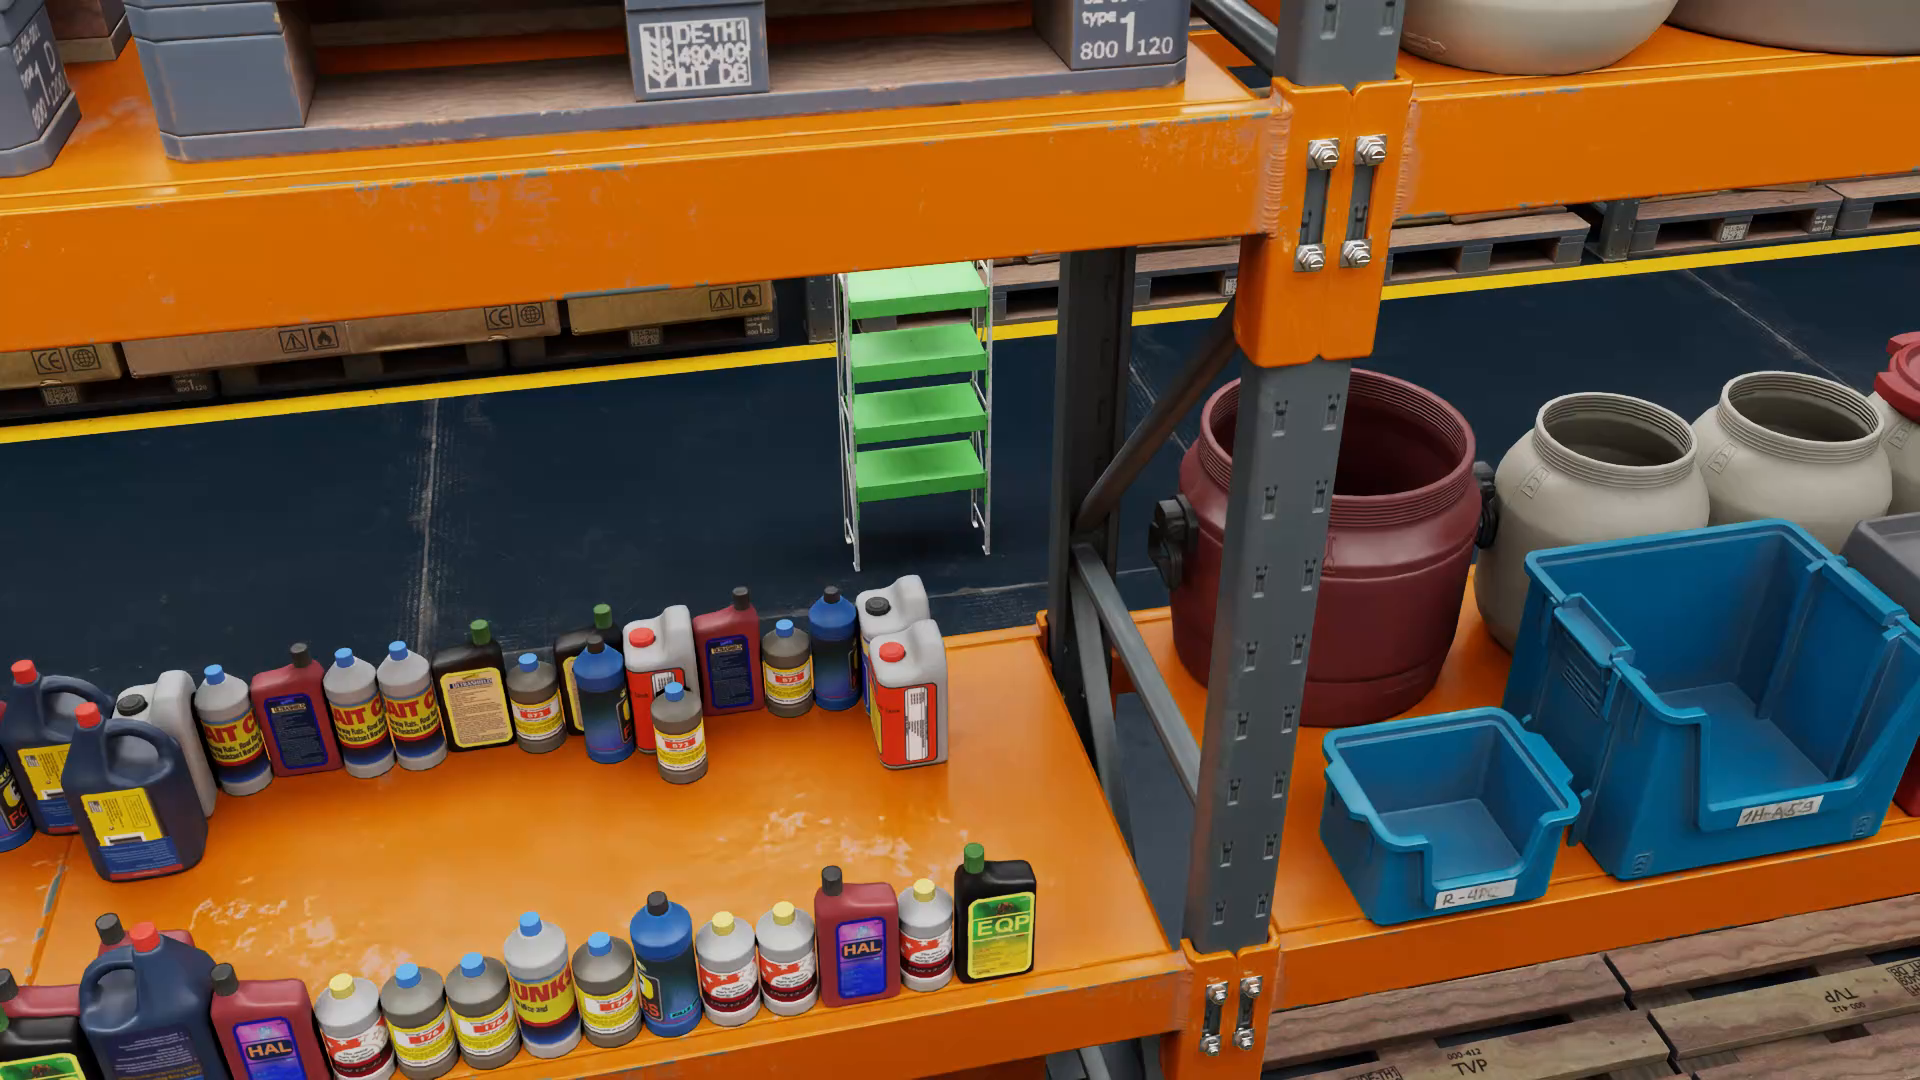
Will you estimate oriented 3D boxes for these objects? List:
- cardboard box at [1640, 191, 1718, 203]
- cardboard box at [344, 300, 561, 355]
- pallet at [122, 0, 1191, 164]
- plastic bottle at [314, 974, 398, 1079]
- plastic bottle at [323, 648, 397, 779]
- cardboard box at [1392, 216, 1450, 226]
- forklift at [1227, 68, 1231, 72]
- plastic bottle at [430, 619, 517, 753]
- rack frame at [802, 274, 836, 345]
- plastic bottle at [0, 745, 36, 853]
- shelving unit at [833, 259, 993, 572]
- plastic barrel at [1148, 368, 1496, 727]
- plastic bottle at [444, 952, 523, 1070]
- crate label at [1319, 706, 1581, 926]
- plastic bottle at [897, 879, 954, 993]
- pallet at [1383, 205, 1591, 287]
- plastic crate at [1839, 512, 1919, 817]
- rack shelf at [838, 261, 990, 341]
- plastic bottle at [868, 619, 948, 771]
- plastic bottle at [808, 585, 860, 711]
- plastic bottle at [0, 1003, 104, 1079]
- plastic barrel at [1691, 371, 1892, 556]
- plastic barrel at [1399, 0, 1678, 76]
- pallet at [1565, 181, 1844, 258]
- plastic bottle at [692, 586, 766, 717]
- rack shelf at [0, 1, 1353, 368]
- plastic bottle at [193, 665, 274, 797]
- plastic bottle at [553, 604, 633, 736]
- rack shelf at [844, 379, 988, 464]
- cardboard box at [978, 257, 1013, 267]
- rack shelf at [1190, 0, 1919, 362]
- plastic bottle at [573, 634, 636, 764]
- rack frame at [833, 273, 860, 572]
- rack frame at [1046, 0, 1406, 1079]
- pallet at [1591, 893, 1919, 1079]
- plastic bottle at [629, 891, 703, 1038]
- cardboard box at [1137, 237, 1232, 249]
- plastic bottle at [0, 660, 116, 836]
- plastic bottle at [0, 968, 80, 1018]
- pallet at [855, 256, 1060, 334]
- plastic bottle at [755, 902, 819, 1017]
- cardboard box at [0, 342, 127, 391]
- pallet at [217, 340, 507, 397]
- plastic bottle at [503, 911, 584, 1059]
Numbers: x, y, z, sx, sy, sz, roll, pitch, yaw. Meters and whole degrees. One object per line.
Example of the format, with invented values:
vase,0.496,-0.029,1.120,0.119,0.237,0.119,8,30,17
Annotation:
cardboard box,3.566,-2.067,8.505,0.500,0.500,0.500,-8,35,-12
cardboard box,-2.283,-1.525,7.361,0.875,0.875,1.225,-7,35,-10
pallet,-0.409,-0.846,2.297,1.213,0.211,1.003,-7,35,-11
plastic bottle,-0.948,0.761,2.603,0.097,0.201,0.097,0,34,0
plastic bottle,-1.156,0.324,3.191,0.097,0.271,0.097,0,34,0
cardboard box,2.094,-1.936,8.292,0.500,0.500,0.700,-7,35,-11
forklift,0.049,-3.885,9.409,3.031,2.935,1.130,-4,34,-5
plastic bottle,-0.952,0.283,3.241,0.133,0.283,0.061,-7,35,-11
rack frame,-0.734,-2.412,7.152,0.127,3.000,1.000,-7,35,-11
plastic bottle,-1.774,0.437,3.023,0.097,0.271,0.097,0,34,0
shelving unit,-0.161,-0.478,5.885,0.503,1.200,0.258,-7,35,-11
plastic barrel,0.744,0.002,3.433,0.708,0.536,0.600,-7,35,-11
plastic bottle,-0.758,0.737,2.639,0.097,0.201,0.097,0,34,0
crate label,0.852,0.502,2.961,0.416,0.233,0.303,-7,35,-11
plastic bottle,-0.059,0.648,2.770,0.097,0.201,0.097,0,34,0
pallet,2.408,-1.649,8.518,1.213,0.211,1.003,-7,35,-11
plastic crate,2.002,0.221,3.171,0.583,0.464,0.402,-7,35,-11
rack shelf,-0.161,-0.823,5.653,0.480,0.148,0.258,-7,35,-11
plastic bottle,-0.101,0.292,3.235,0.135,0.276,0.152,-7,35,-11
plastic bottle,-0.254,0.210,3.360,0.097,0.271,0.097,0,34,0
plastic bottle,-1.367,0.790,2.486,0.133,0.283,0.061,-7,35,-11
plastic barrel,1.725,-0.061,3.548,0.421,0.512,0.421,0,34,0
plastic barrel,0.729,-0.884,2.082,0.421,0.512,0.421,0,34,0
pallet,3.814,-1.847,8.814,1.213,0.211,1.003,-7,35,-11
plastic bottle,-0.466,0.222,3.332,0.133,0.283,0.061,-7,35,-11
rack shelf,-1.592,-0.421,2.139,4.000,0.370,1.077,-7,35,-11
plastic bottle,-1.381,0.352,3.148,0.097,0.271,0.097,0,34,0
plastic bottle,-0.727,0.255,3.283,0.133,0.283,0.061,-7,35,-11
rack shelf,-0.161,-0.425,5.921,0.480,0.148,0.258,-7,35,-11
cardboard box,-0.085,-1.650,7.865,0.500,0.500,0.700,-9,35,-13
rack shelf,2.309,-0.913,2.872,4.000,0.370,1.077,-7,35,-11
plastic bottle,-0.692,0.300,3.226,0.097,0.271,0.097,0,34,0
rack frame,-0.399,-0.448,5.841,0.015,1.200,0.240,-7,35,-11
rack frame,0.358,0.280,3.141,0.127,3.000,1.000,-7,35,-11
pallet,2.310,1.216,4.249,1.213,0.211,1.003,-7,35,-11
plastic bottle,-0.474,0.672,2.673,0.097,0.271,0.097,0,34,0
cardboard box,1.004,-1.798,8.086,0.500,0.500,0.700,-4,34,-7
plastic bottle,-1.644,0.366,3.057,0.185,0.351,0.144,-7,35,-11
plastic bottle,-1.381,0.757,2.535,0.133,0.283,0.061,-7,35,-11
pallet,0.028,-1.349,8.071,1.213,0.211,1.003,-7,35,-11
plastic bottle,-0.284,0.677,2.728,0.097,0.201,0.097,0,34,0
cardboard box,-4.016,-1.302,7.028,0.875,0.875,1.225,-7,35,-10
pallet,-2.707,-1.050,7.625,1.213,0.211,1.003,-7,35,-11
plastic bottle,-0.664,0.696,2.637,0.097,0.271,0.097,0,34,0
